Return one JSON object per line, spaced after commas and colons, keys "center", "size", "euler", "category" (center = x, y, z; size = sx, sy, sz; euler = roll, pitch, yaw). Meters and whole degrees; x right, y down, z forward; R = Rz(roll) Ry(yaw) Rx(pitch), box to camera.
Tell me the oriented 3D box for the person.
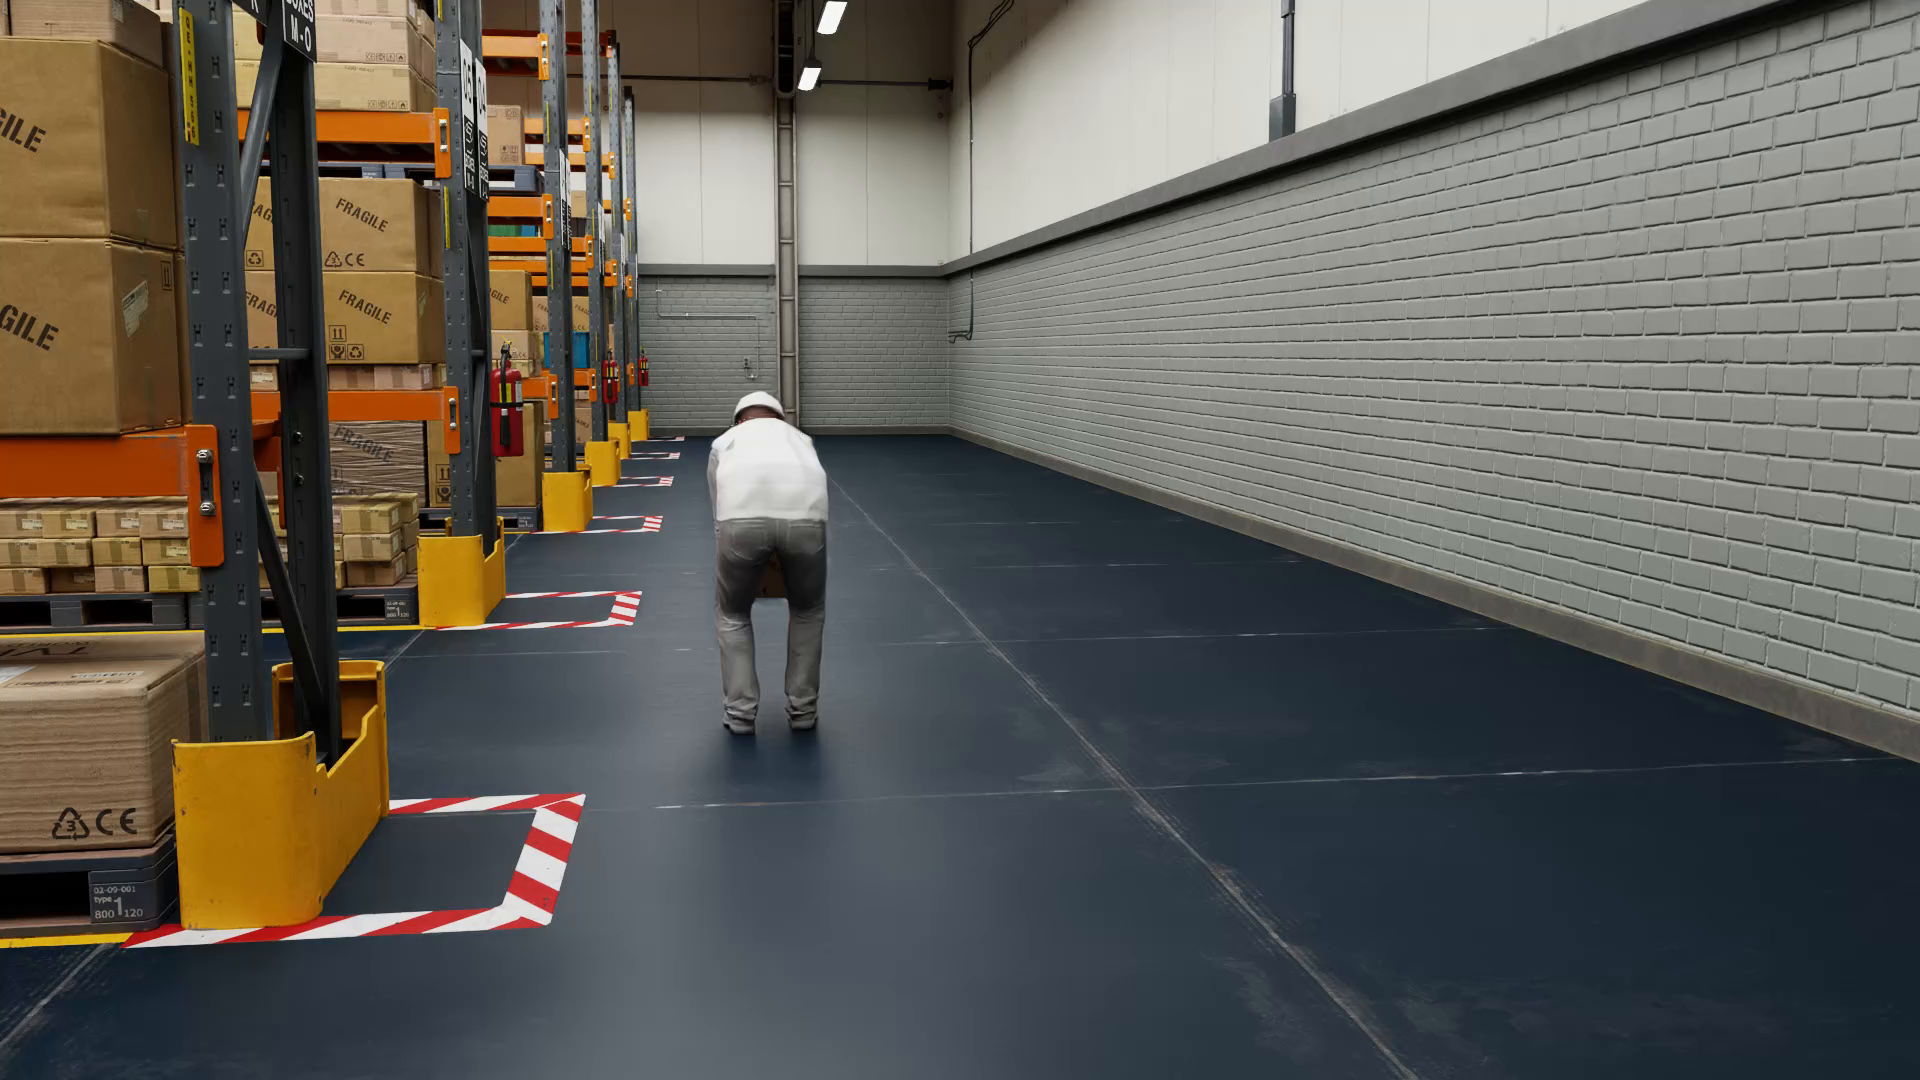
{"center": [-0.804, 0.067, 6.896], "size": [0.465, 1.351, 0.926], "euler": [-1, 7, -11], "category": "person"}
